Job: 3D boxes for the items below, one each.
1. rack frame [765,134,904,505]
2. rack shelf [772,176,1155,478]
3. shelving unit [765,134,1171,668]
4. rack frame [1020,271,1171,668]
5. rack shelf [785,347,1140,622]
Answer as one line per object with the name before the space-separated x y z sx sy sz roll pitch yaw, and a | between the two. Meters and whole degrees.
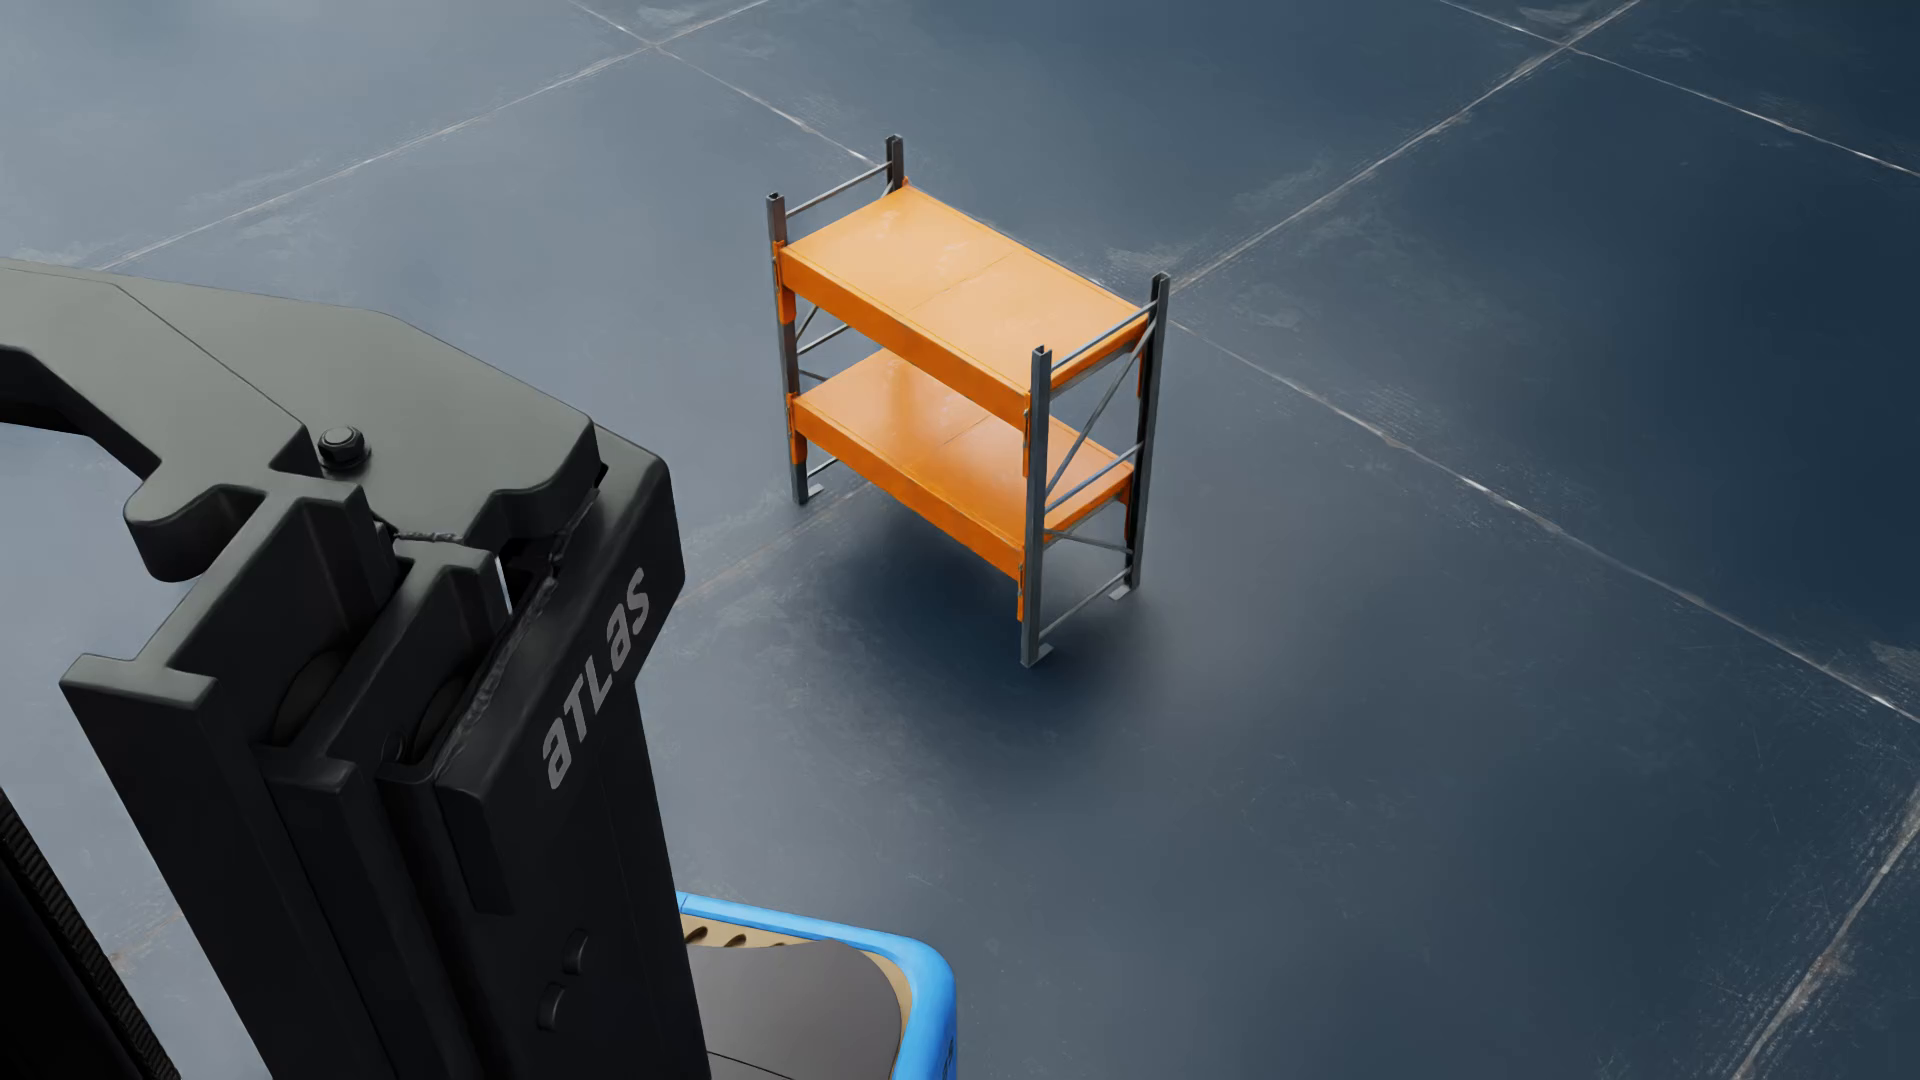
rack frame | -0.354 -0.654 5.129 0.500 1.125 0.032 -34 53 -31
rack shelf | 0.005 -0.625 4.666 0.538 0.278 1.000 -34 53 -31
shelving unit | 0.005 -0.410 4.865 0.538 1.125 1.048 -34 53 -31
rack frame | 0.364 -0.166 4.600 0.500 1.125 0.032 -34 53 -31
rack shelf | 0.005 -0.230 5.031 0.538 0.278 1.000 -34 53 -31
